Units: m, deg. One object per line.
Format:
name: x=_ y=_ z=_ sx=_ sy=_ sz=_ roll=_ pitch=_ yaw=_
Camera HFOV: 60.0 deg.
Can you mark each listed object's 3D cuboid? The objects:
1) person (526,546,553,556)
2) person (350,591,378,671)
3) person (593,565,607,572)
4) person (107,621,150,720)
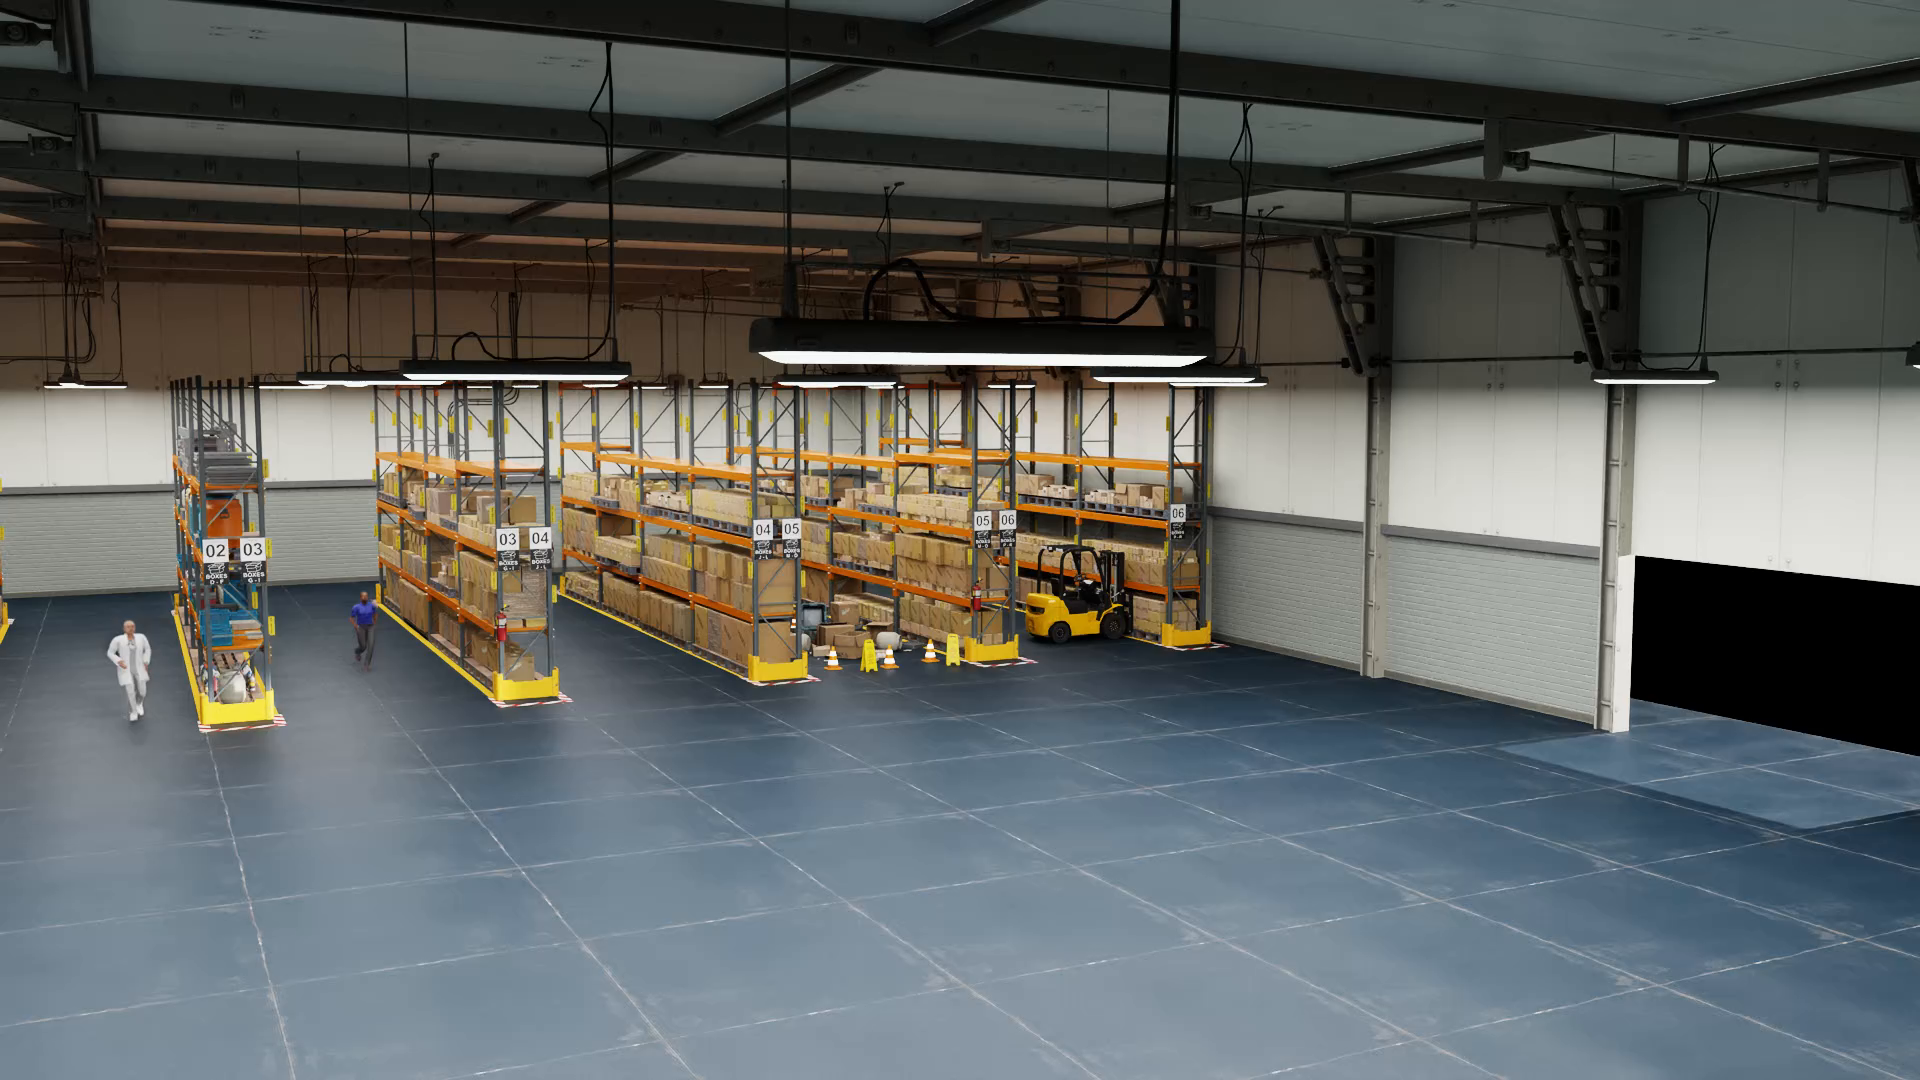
person: x=-12.078 y=0.623 z=47.586 sx=0.764 sy=1.806 sz=0.886 roll=3 pitch=6 yaw=34
person: x=-12.342 y=1.867 z=34.479 sx=0.584 sy=1.628 sz=0.668 roll=-4 pitch=6 yaw=-37
person: x=-10.552 y=0.531 z=48.793 sx=0.703 sy=1.687 sz=0.641 roll=2 pitch=5 yaw=21
person: x=-14.472 y=2.274 z=29.022 sx=0.716 sy=1.743 sz=0.630 roll=-4 pitch=6 yaw=-36
